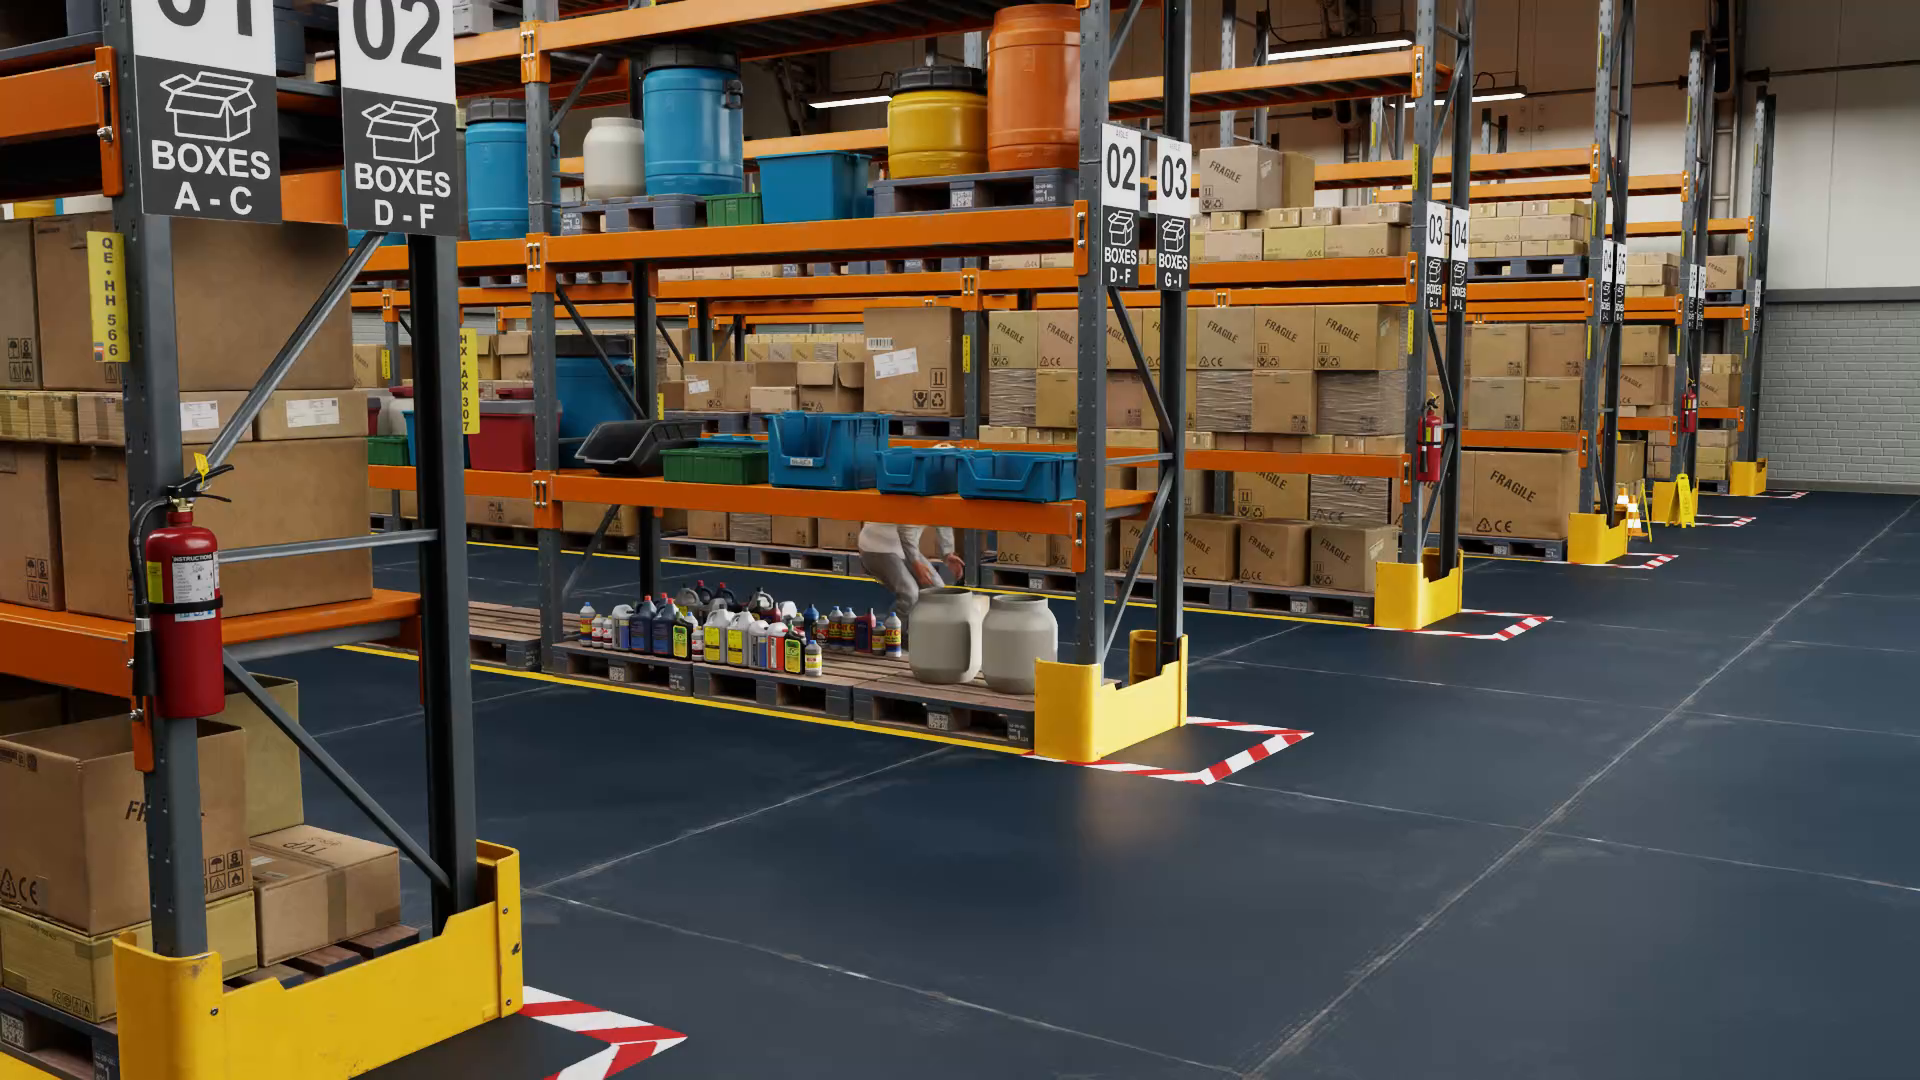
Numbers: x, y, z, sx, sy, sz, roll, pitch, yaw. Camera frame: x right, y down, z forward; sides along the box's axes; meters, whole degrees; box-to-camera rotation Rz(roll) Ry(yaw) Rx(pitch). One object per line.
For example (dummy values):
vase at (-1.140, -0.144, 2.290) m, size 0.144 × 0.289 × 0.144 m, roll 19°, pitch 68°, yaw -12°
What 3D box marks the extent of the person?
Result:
person at (-0.306, 0.083, 11.403) m, size 0.752 × 1.450 × 0.592 m, roll 4°, pitch 7°, yaw 33°
